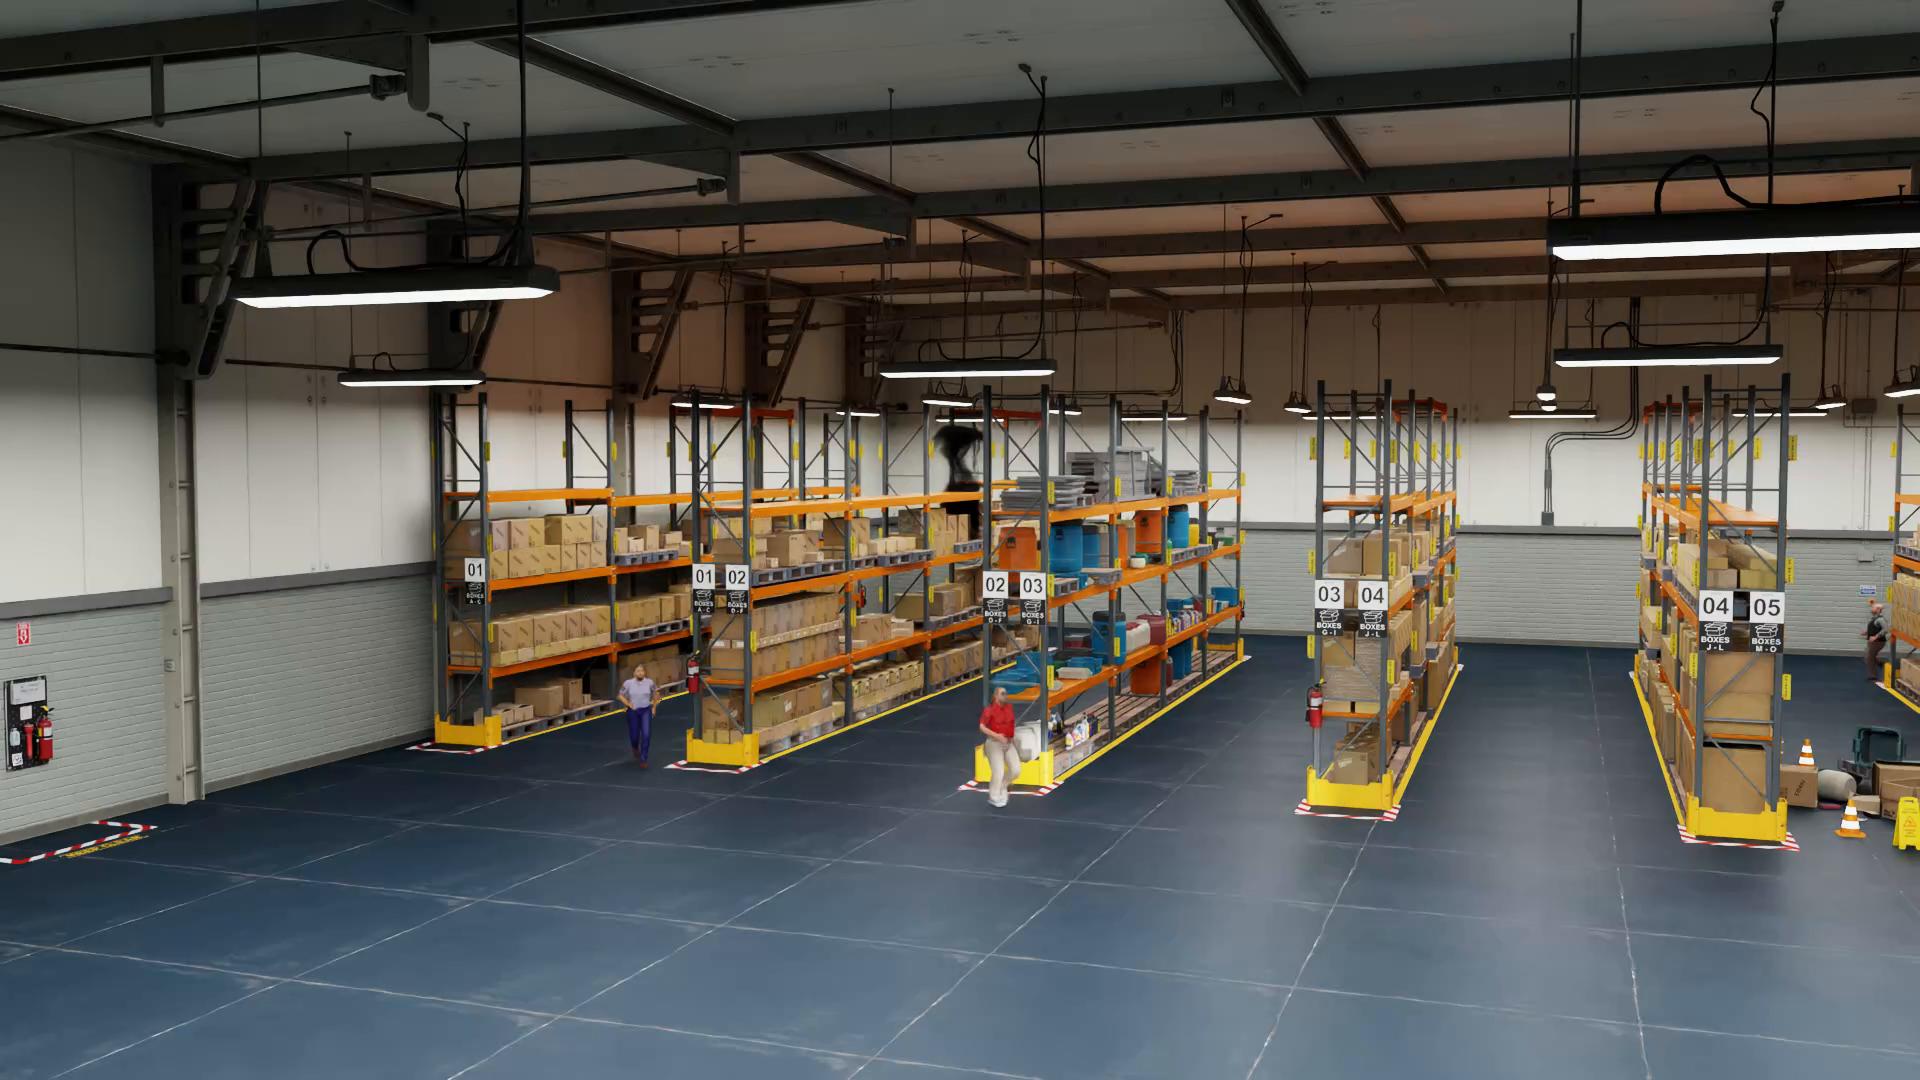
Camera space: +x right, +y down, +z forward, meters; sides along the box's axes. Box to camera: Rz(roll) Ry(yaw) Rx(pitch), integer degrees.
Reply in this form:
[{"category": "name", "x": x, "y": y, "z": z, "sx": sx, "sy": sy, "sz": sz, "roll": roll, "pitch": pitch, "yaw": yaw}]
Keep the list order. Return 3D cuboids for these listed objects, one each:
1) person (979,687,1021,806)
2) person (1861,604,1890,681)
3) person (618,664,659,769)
[{"category": "person", "x": 0.599, "y": 2.908, "z": 23.361, "sx": 0.675, "sy": 1.695, "sz": 0.585, "roll": -2, "pitch": 4, "yaw": -36}, {"category": "person", "x": 20.047, "y": 2.230, "z": 36.301, "sx": 0.654, "sy": 1.678, "sz": 0.654, "roll": 1, "pitch": 3, "yaw": 15}, {"category": "person", "x": -5.116, "y": 2.807, "z": 26.525, "sx": 0.644, "sy": 1.625, "sz": 0.769, "roll": -1, "pitch": 3, "yaw": -15}]
